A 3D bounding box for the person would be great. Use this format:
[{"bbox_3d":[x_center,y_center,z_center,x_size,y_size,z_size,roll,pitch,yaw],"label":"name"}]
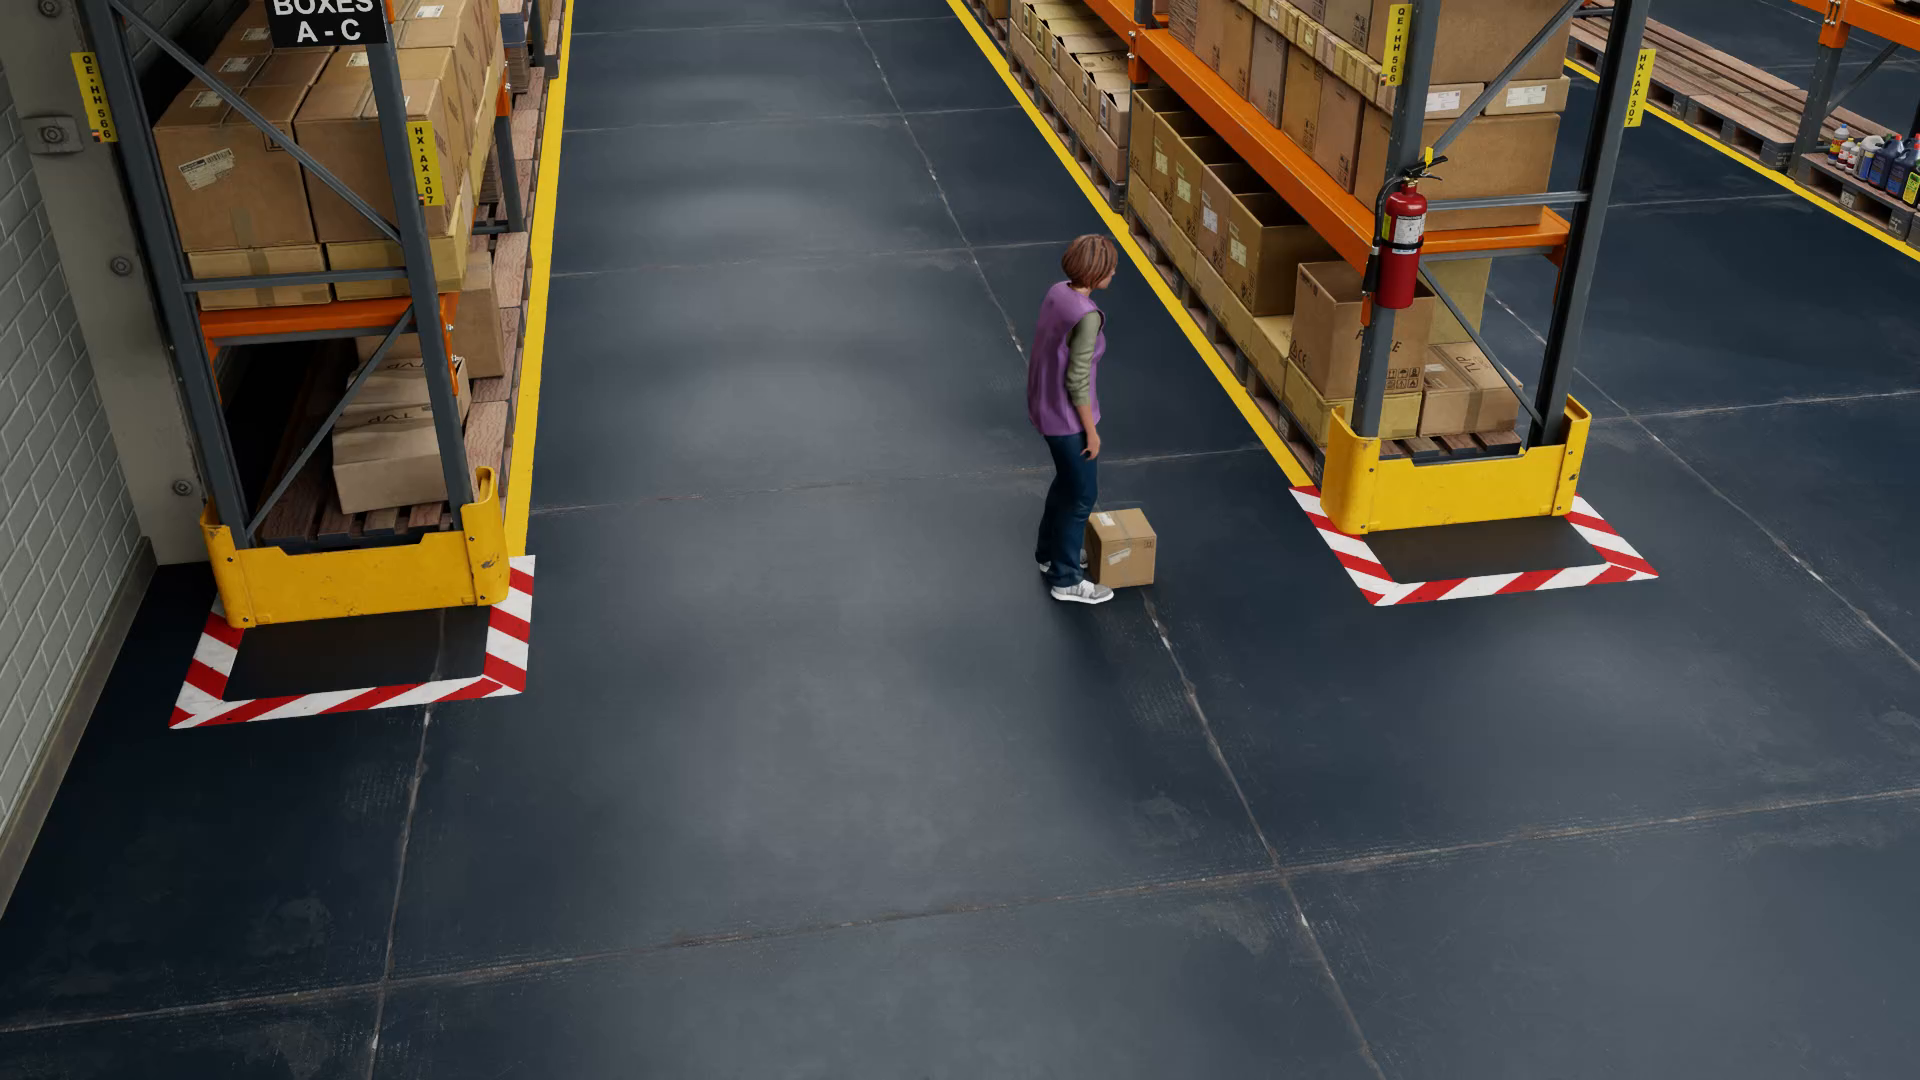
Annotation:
[{"bbox_3d":[0.467,-0.509,6.988,0.348,1.592,0.479,-7,32,-12],"label":"person"}]
